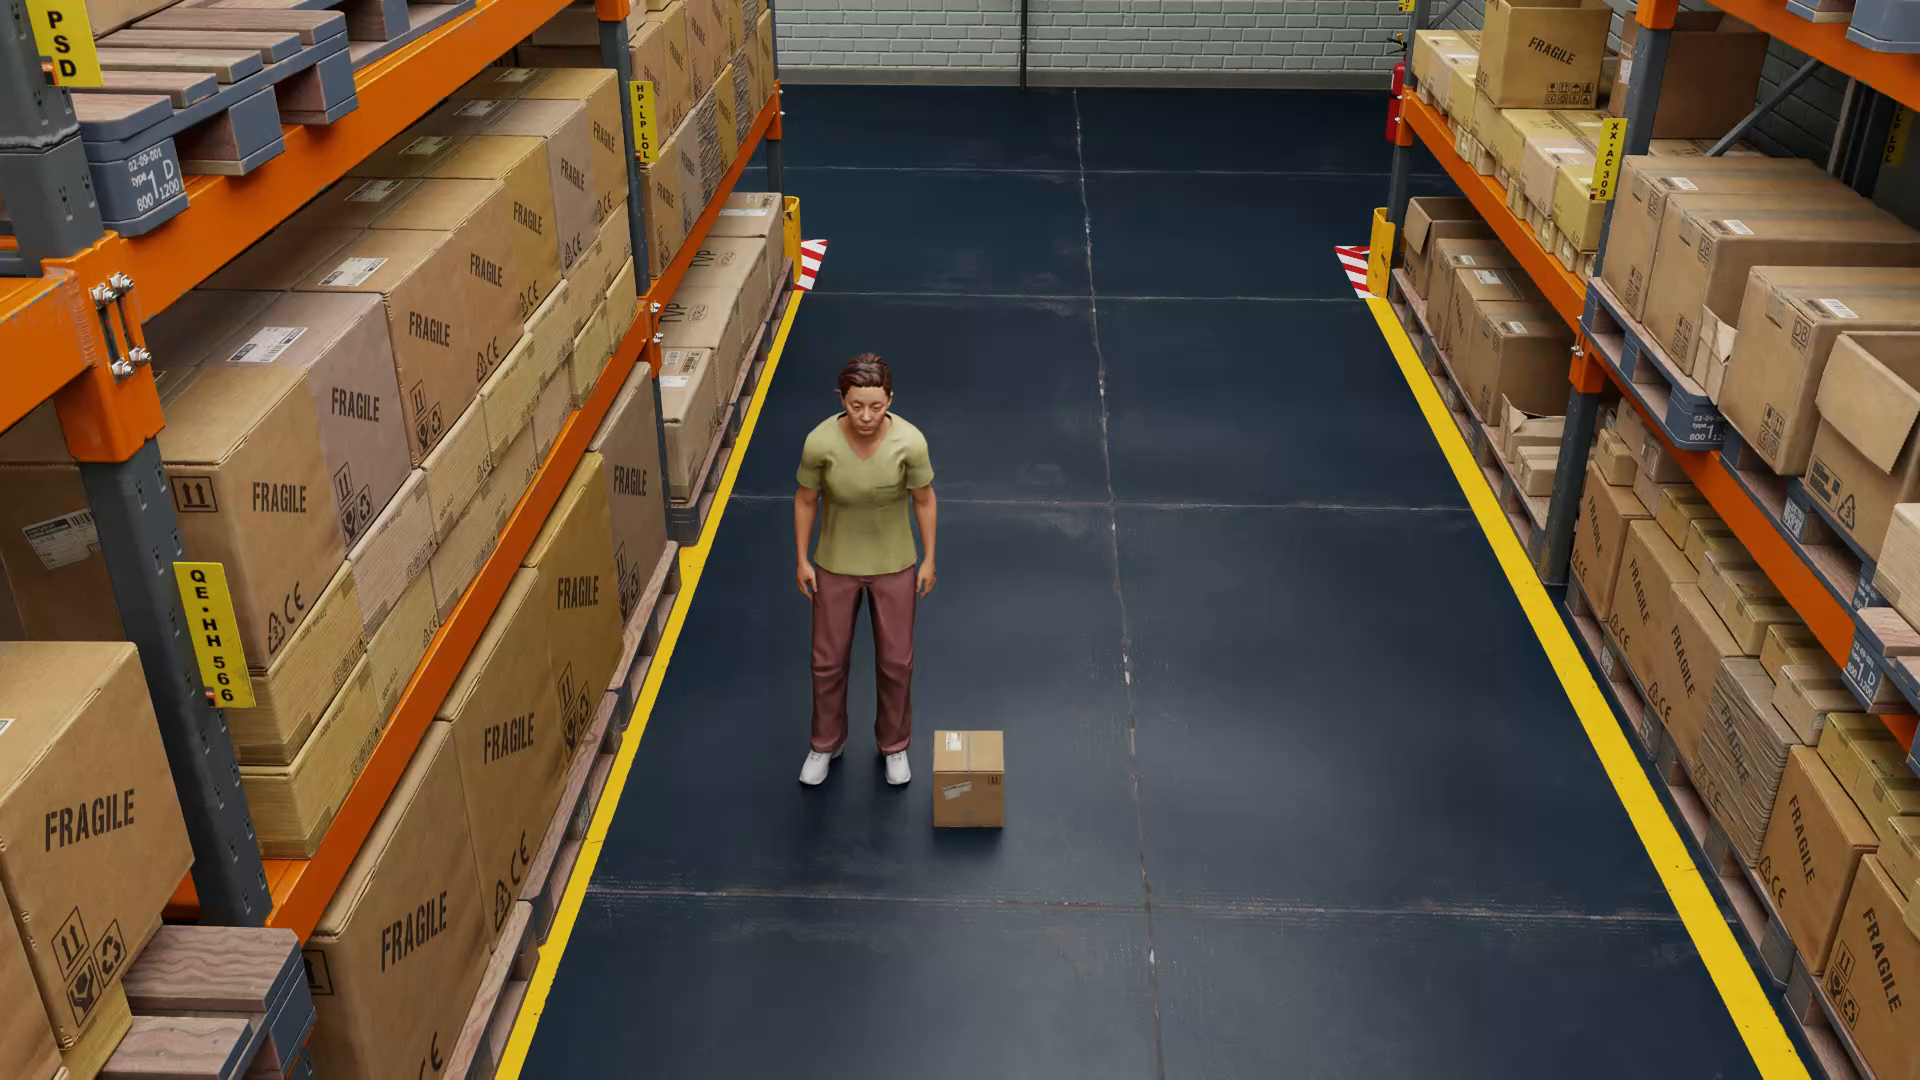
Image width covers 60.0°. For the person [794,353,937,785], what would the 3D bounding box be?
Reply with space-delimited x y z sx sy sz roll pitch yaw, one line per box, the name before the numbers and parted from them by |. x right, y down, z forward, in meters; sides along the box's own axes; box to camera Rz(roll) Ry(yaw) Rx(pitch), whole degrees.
person | -0.339 0.120 5.920 0.521 1.651 0.341 -1 28 -1
